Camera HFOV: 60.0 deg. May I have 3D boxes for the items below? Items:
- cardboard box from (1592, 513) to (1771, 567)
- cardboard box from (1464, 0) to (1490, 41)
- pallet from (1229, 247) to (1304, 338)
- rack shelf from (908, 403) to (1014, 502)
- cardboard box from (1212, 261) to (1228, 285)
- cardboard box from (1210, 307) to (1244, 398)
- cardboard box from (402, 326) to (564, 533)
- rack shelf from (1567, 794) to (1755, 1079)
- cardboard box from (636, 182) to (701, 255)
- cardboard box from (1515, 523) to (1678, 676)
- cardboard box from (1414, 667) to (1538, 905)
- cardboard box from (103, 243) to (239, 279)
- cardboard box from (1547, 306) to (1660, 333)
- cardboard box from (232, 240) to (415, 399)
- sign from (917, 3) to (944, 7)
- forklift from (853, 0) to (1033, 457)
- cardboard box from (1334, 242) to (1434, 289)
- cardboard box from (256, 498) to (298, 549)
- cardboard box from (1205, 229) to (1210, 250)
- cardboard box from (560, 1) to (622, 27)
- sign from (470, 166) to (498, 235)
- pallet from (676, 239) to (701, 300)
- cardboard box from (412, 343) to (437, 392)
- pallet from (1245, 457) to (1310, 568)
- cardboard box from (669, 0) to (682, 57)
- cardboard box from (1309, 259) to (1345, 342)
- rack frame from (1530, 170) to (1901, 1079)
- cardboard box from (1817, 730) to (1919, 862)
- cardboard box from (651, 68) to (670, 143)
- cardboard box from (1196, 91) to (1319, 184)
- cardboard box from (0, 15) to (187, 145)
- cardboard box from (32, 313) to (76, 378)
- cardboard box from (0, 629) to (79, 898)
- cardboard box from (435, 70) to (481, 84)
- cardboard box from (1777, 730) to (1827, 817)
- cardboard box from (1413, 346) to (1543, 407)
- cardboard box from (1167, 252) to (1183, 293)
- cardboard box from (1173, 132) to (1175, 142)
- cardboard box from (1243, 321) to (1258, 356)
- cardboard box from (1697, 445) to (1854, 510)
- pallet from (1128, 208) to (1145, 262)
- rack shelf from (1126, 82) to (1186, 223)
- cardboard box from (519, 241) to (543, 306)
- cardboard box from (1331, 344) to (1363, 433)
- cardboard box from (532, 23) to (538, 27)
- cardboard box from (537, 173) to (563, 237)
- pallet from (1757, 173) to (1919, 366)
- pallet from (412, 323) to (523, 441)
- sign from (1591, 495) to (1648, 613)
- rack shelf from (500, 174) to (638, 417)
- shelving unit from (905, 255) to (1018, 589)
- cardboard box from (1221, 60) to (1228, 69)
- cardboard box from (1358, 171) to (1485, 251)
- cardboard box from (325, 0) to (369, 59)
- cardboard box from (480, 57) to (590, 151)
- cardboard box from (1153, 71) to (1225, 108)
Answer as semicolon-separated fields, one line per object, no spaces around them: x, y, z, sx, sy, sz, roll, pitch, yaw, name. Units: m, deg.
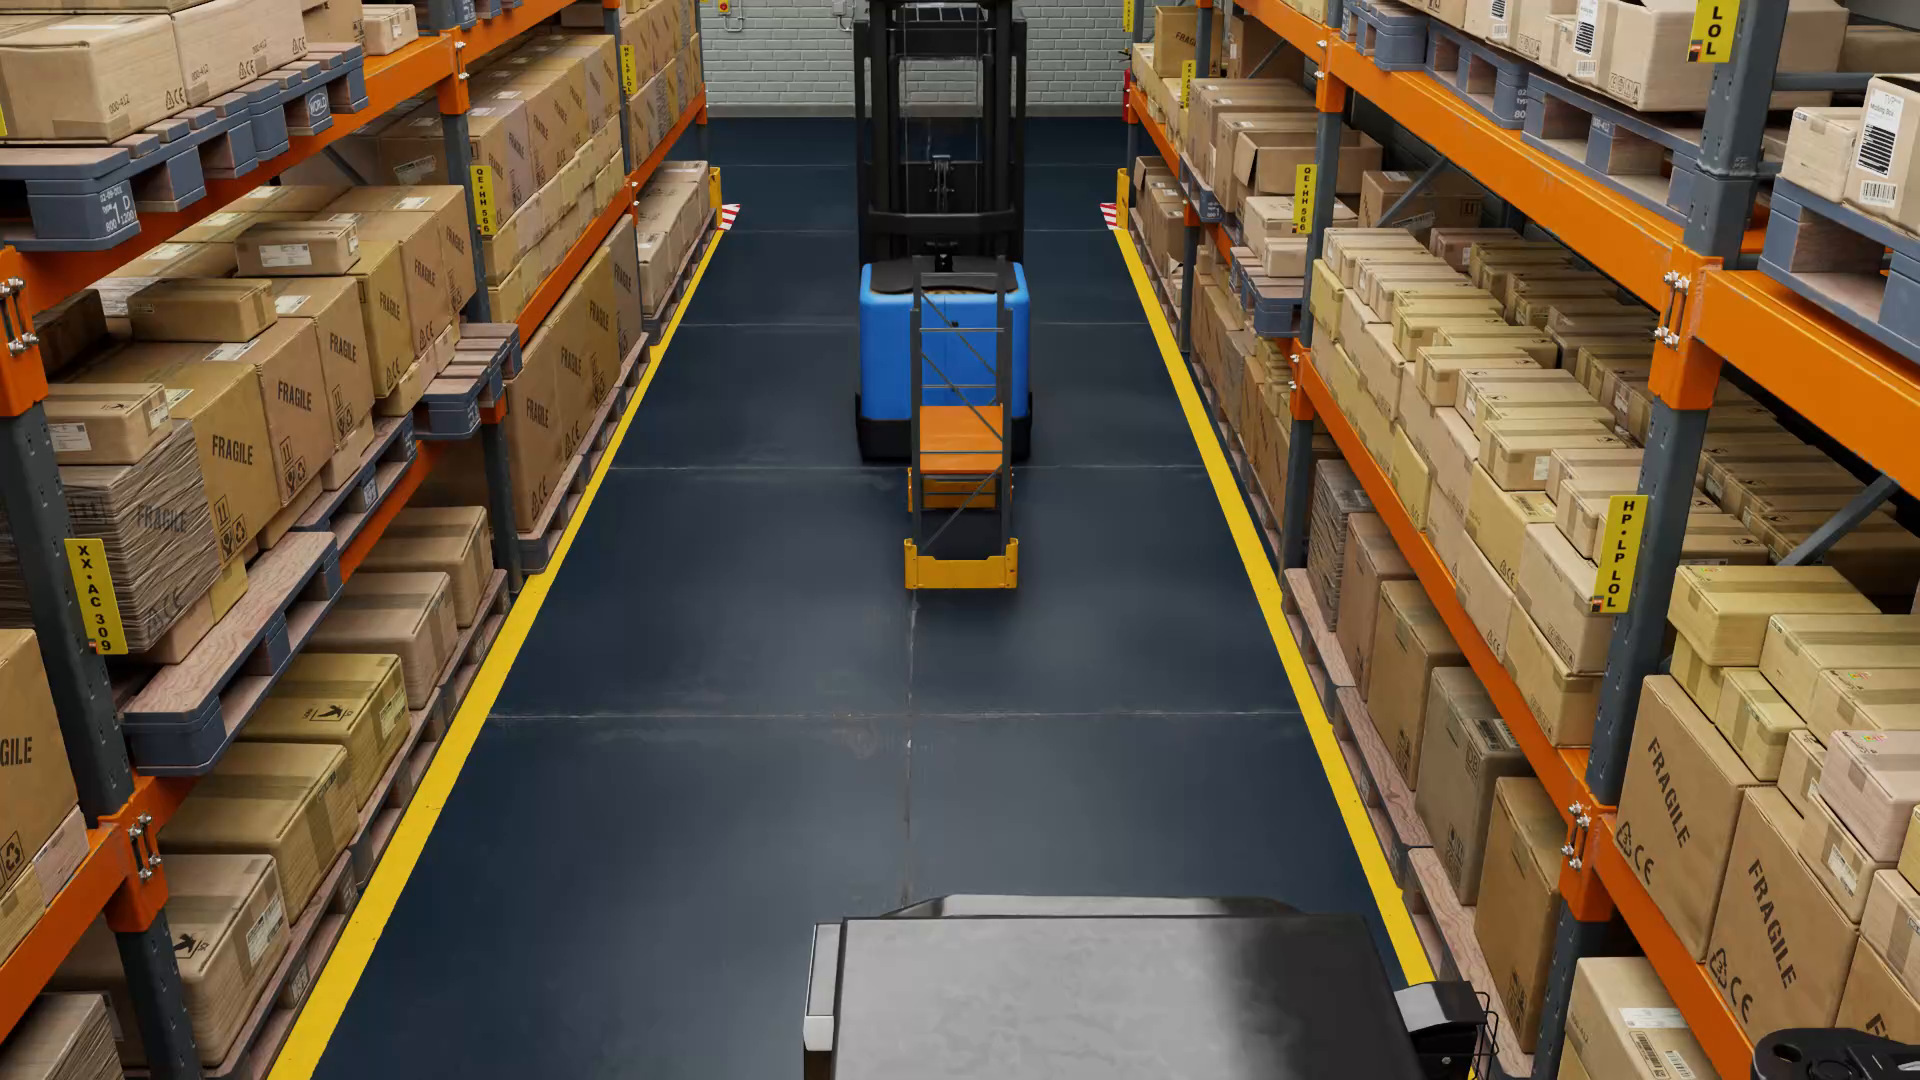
1.992;0.042;4.609;0.380;0.149;0.250;1;24;1;cardboard box
1.894;-1.736;5.483;0.380;0.149;0.250;-1;24;-1;cardboard box
2.097;-1.317;8.755;1.213;0.211;1.003;0;24;-1;pallet
0.001;-0.484;8.937;0.538;0.185;1.000;0;24;-1;rack shelf
1.949;-1.859;11.457;0.380;0.149;0.250;-1;24;-2;cardboard box
1.928;-1.201;10.789;0.500;0.500;0.500;-1;24;-2;cardboard box
-2.714;-0.610;9.028;0.875;0.875;0.875;0;24;-1;cardboard box
2.240;1.674;2.781;1.077;0.370;4.000;0;24;-1;rack shelf
-2.751;-2.774;14.342;0.875;0.438;0.875;0;24;1;cardboard box
1.957;0.162;4.827;0.500;0.250;0.500;-1;24;-2;cardboard box
2.200;0.878;6.040;0.875;0.625;0.625;0;24;-1;cardboard box
-2.990;-0.854;6.507;0.500;0.500;0.500;0;24;0;cardboard box
2.520;-0.808;6.488;0.380;0.149;0.250;-1;24;-1;cardboard box
-2.483;-0.867;6.536;0.500;0.500;0.500;-2;24;-4;cardboard box
-0.368;-6.715;20.573;0.329;0.494;0.001;0;24;-1;sign
-0.132;-2.410;11.022;1.130;2.935;3.031;-1;24;-2;forklift
1.887;-1.224;7.408;0.380;0.149;0.250;0;24;1;cardboard box
-2.470;-0.085;5.594;0.380;0.149;0.250;0;24;0;cardboard box
1.929;-2.109;11.648;0.380;0.149;0.250;-1;24;-1;cardboard box
-2.577;-3.678;11.621;0.380;0.149;0.250;-1;24;-1;cardboard box
-2.247;-1.600;7.838;0.100;0.325;0.005;0;24;-1;sign
-2.779;-2.297;14.073;1.003;0.211;1.213;0;24;-1;pallet
-2.433;-0.727;7.013;0.380;0.149;0.250;-1;24;-3;cardboard box
2.204;-0.163;9.354;1.003;0.211;1.213;0;24;-1;pallet
-2.596;-4.283;13.745;0.500;0.500;0.500;0;24;-1;cardboard box
1.910;-1.101;7.620;0.500;0.250;0.500;0;24;-1;cardboard box
2.218;0.523;4.455;1.000;3.000;0.127;0;24;-1;rack frame
1.930;0.498;3.240;0.380;0.149;0.250;0;24;1;cardboard box
-2.576;-3.403;13.012;0.500;0.500;0.500;0;24;0;cardboard box
1.918;-2.597;10.721;0.700;0.500;0.500;0;24;0;cardboard box
-2.351;-1.186;4.265;0.500;0.250;0.500;-1;24;-2;cardboard box
-2.997;-0.595;5.146;0.380;0.149;0.250;-1;24;-2;cardboard box
-2.492;0.547;3.918;0.500;0.500;0.500;-1;24;-2;cardboard box
-3.067;-2.439;9.669;0.500;0.500;0.500;-1;24;-1;cardboard box
1.993;0.528;3.534;0.380;0.149;0.250;0;24;-1;cardboard box
1.868;-0.594;6.014;0.380;0.149;0.250;-1;24;-2;cardboard box
1.827;-2.095;13.050;0.396;0.266;0.258;1;24;1;cardboard box
1.847;-3.112;12.796;0.380;0.149;0.250;0;24;1;cardboard box
1.929;-1.223;10.050;0.380;0.149;0.250;-1;24;-3;cardboard box
2.476;-0.178;5.095;0.380;0.149;0.250;0;24;-1;cardboard box
2.097;-2.792;15.167;1.003;0.211;1.213;0;24;-1;pallet
2.109;-3.270;13.714;1.077;0.370;4.000;0;24;-1;rack shelf
-2.566;-1.448;8.993;0.500;0.250;0.500;-1;24;-2;cardboard box
1.935;-0.666;7.265;0.500;0.250;0.500;-1;24;-2;cardboard box
-3.154;-3.672;11.608;0.380;0.149;0.250;-1;24;-2;cardboard box
-2.545;-1.890;9.363;0.500;0.250;0.500;0;24;-1;cardboard box
2.253;-0.452;3.078;1.003;0.211;1.213;0;24;-1;pallet
-2.675;-0.721;7.438;1.213;0.211;1.003;0;24;-1;pallet
1.675;0.037;4.218;0.100;0.325;0.005;0;24;-1;sign
-2.811;-1.598;10.017;1.077;0.370;4.000;0;24;-1;rack shelf
0.001;-0.652;8.871;0.587;1.500;1.083;0;24;-1;shelving unit
2.362;-3.885;14.020;0.500;0.250;0.500;1;24;1;cardboard box
2.325;-1.575;8.462;0.500;0.500;0.500;1;24;2;cardboard box
-2.789;-2.124;6.544;0.700;0.500;0.500;0;24;-1;cardboard box
-2.578;-2.646;10.126;0.500;0.500;0.500;0;24;1;cardboard box
1.864;-3.674;13.554;0.500;0.250;0.500;-1;24;-2;cardboard box
